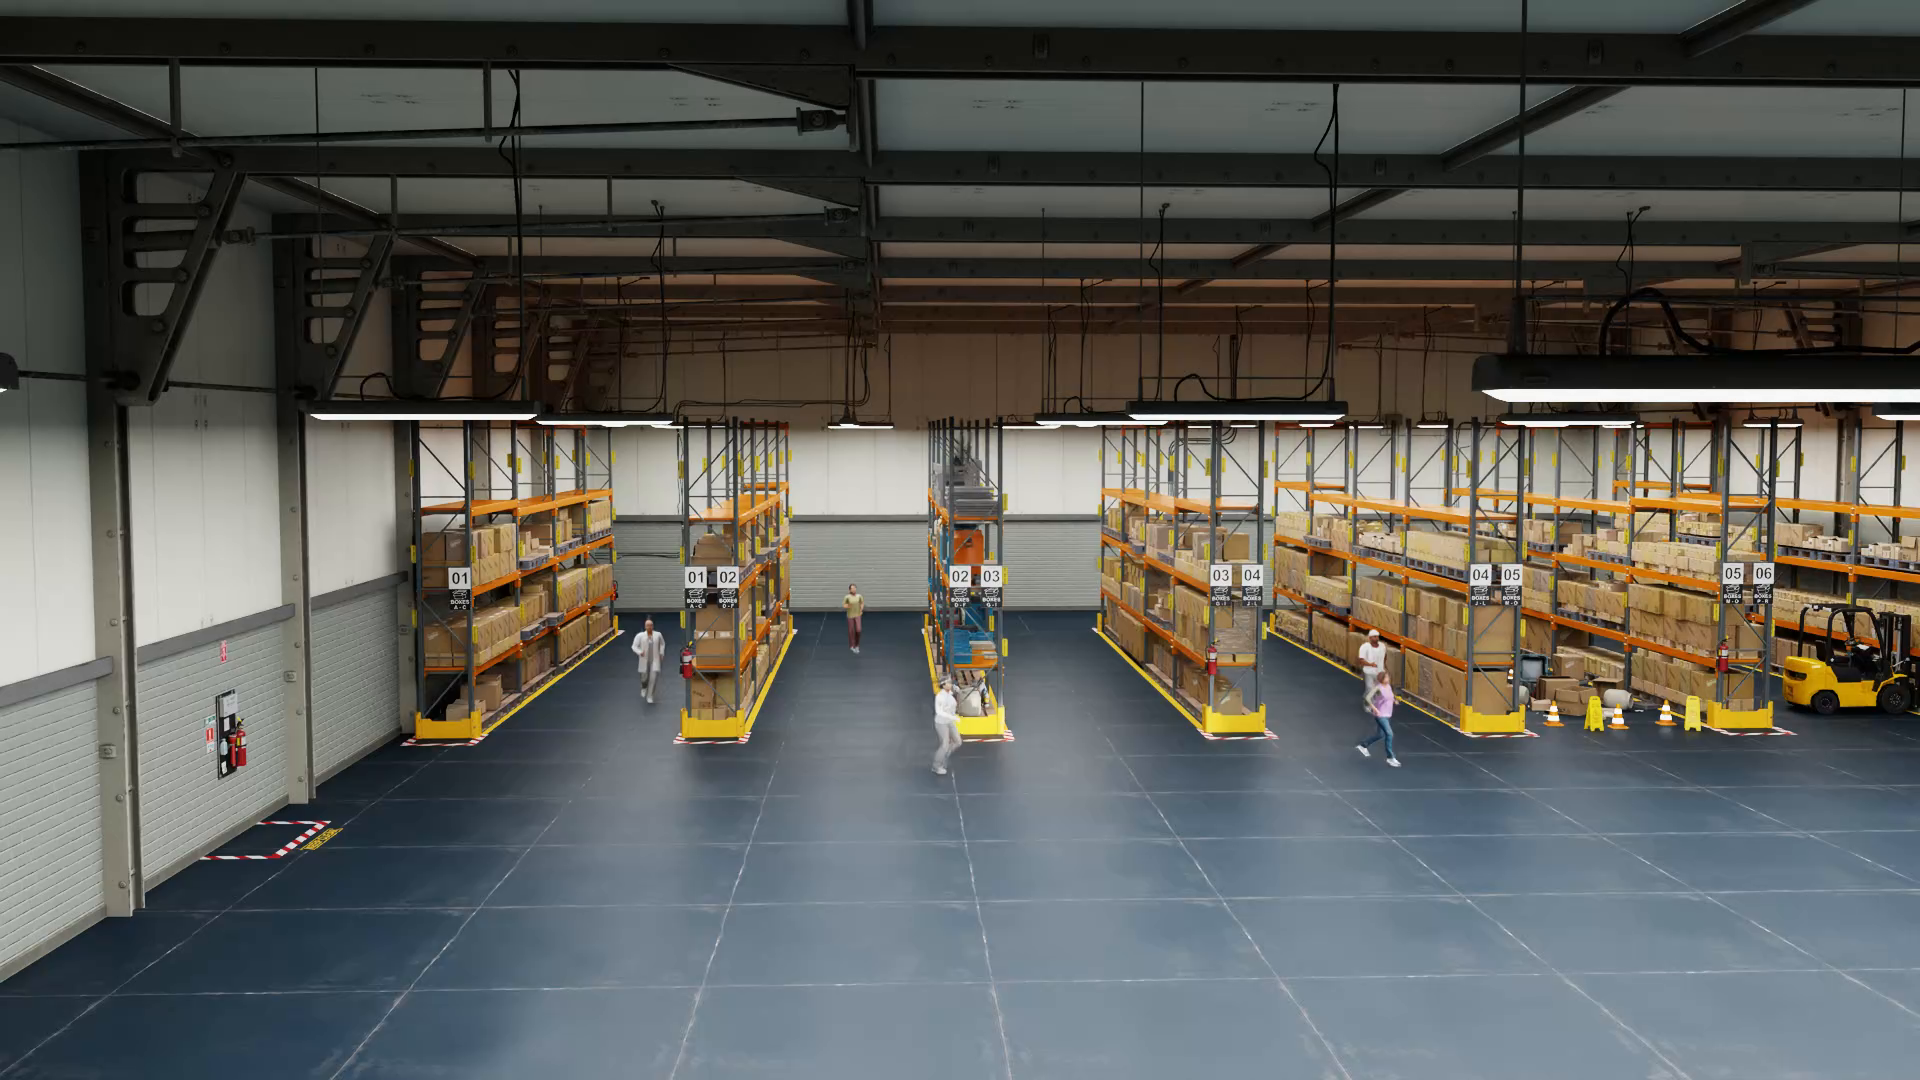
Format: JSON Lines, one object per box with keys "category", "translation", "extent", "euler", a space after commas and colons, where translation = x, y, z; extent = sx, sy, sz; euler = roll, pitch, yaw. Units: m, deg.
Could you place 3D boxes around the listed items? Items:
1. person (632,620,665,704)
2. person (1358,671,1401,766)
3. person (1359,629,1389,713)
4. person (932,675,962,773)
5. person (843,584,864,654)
{"category": "person", "translation": [-6.563, 2.560, 35.124], "extent": [0.709, 1.735, 0.757], "euler": [-1, 4, -17]}
{"category": "person", "translation": [7.255, 3.051, 28.681], "extent": [0.819, 1.609, 0.525], "euler": [3, 5, 40]}
{"category": "person", "translation": [8.344, 2.661, 33.451], "extent": [0.674, 1.737, 0.757], "euler": [-1, 4, -8]}
{"category": "person", "translation": [-0.193, 3.071, 27.845], "extent": [0.575, 1.657, 0.644], "euler": [2, 4, 28]}
{"category": "person", "translation": [-2.610, 1.944, 41.031], "extent": [0.562, 1.720, 0.601], "euler": [-1, 4, -11]}
